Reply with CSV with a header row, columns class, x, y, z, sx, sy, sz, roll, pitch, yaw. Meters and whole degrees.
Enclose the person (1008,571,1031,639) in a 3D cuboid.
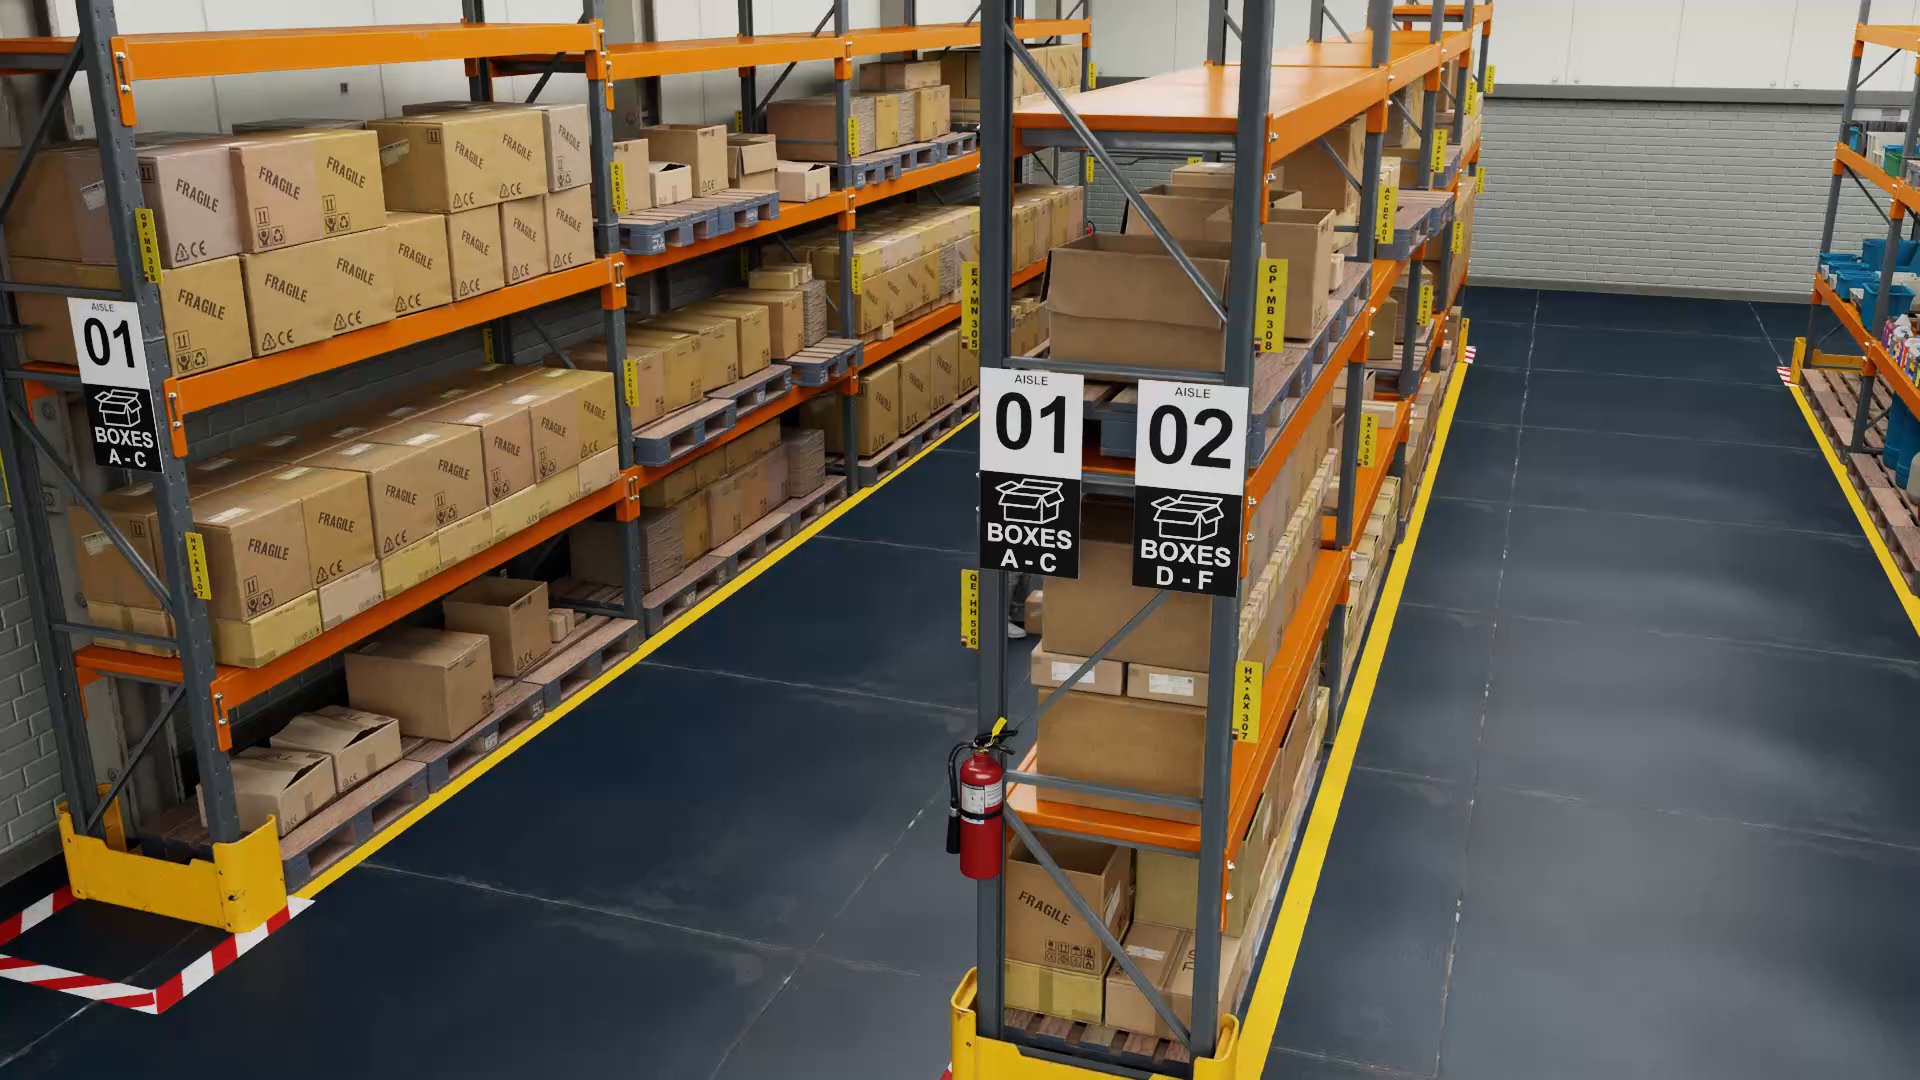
class,x,y,z,sx,sy,sz,roll,pitch,yaw
person,0.386,-0.207,12.139,0.476,1.769,0.580,5,19,16
